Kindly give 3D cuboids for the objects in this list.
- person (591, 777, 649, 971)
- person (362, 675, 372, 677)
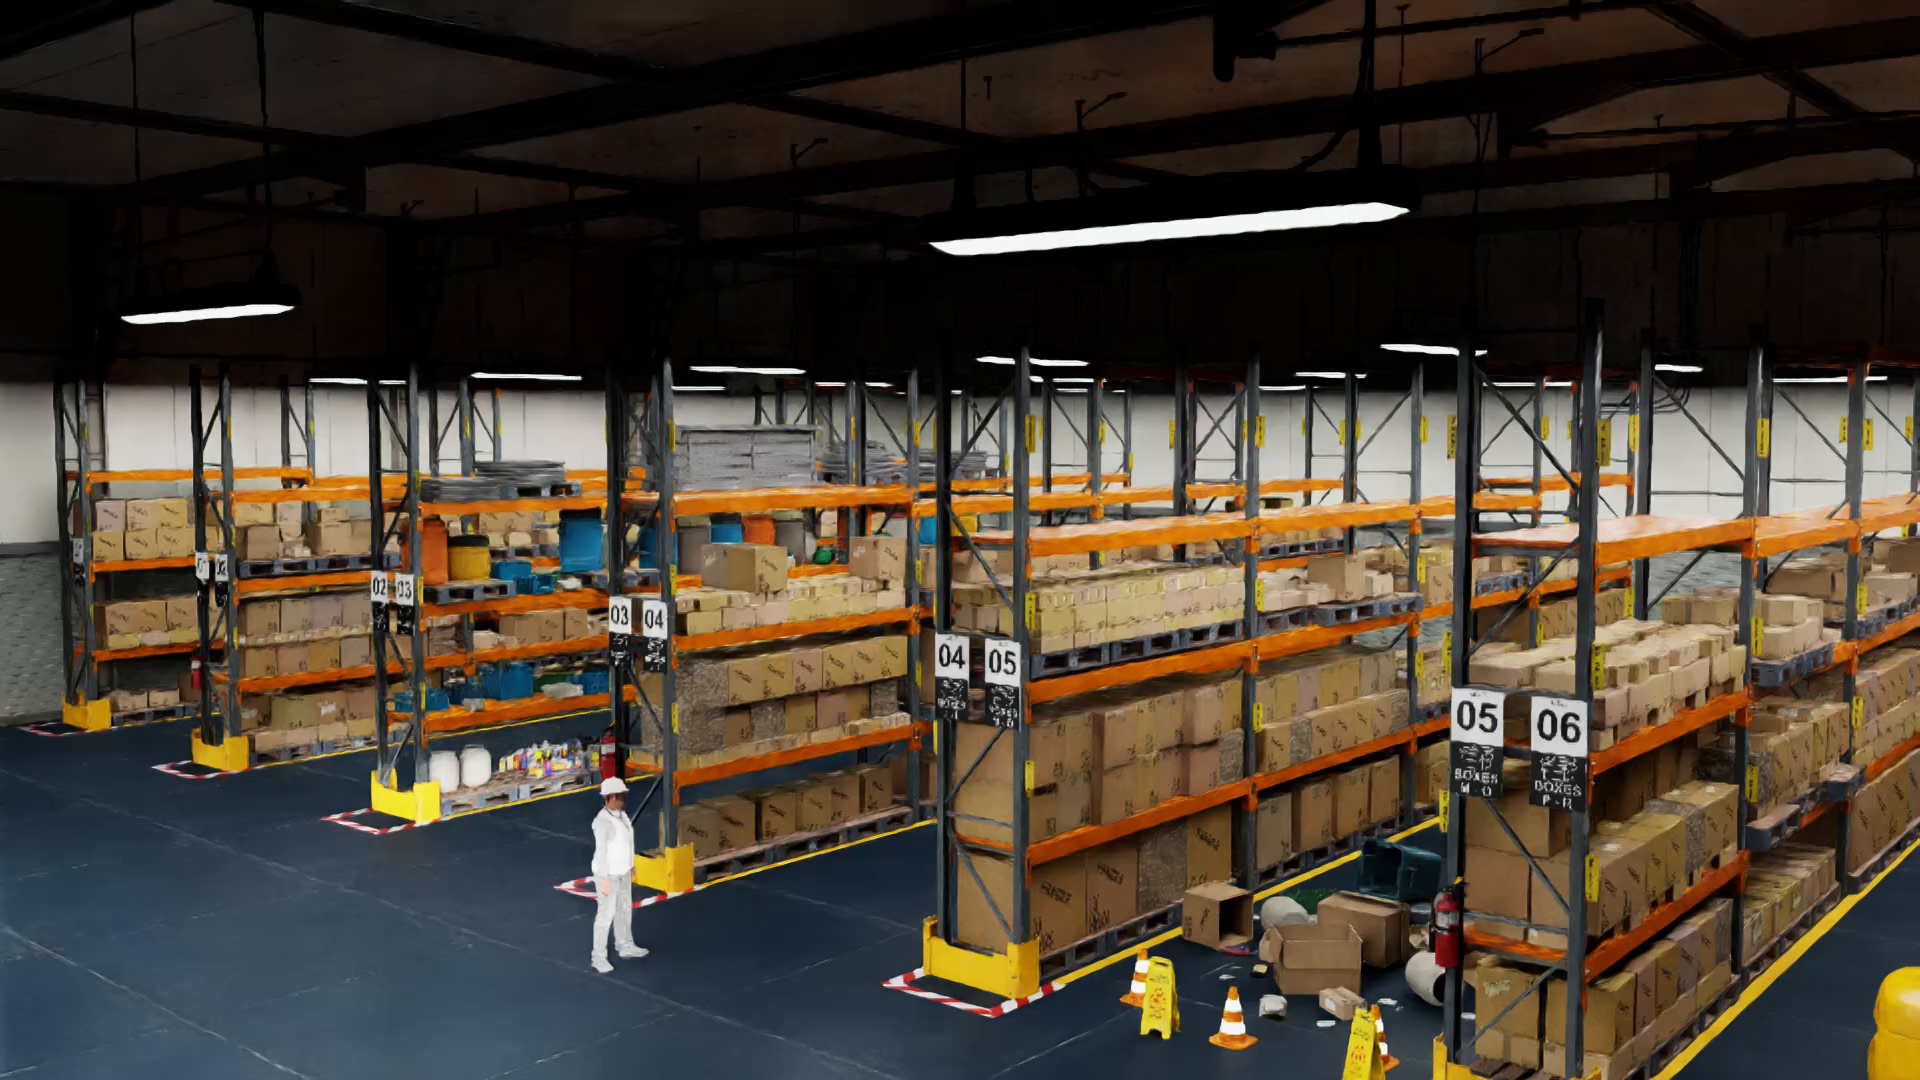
[{"bbox_3d":[-3.234,3.125,15.728,0.463,1.783,0.601,1,4,11],"label":"person"},{"bbox_3d":[-10.358,2.307,28.990,0.795,1.535,0.565,-4,6,-44],"label":"person"}]
